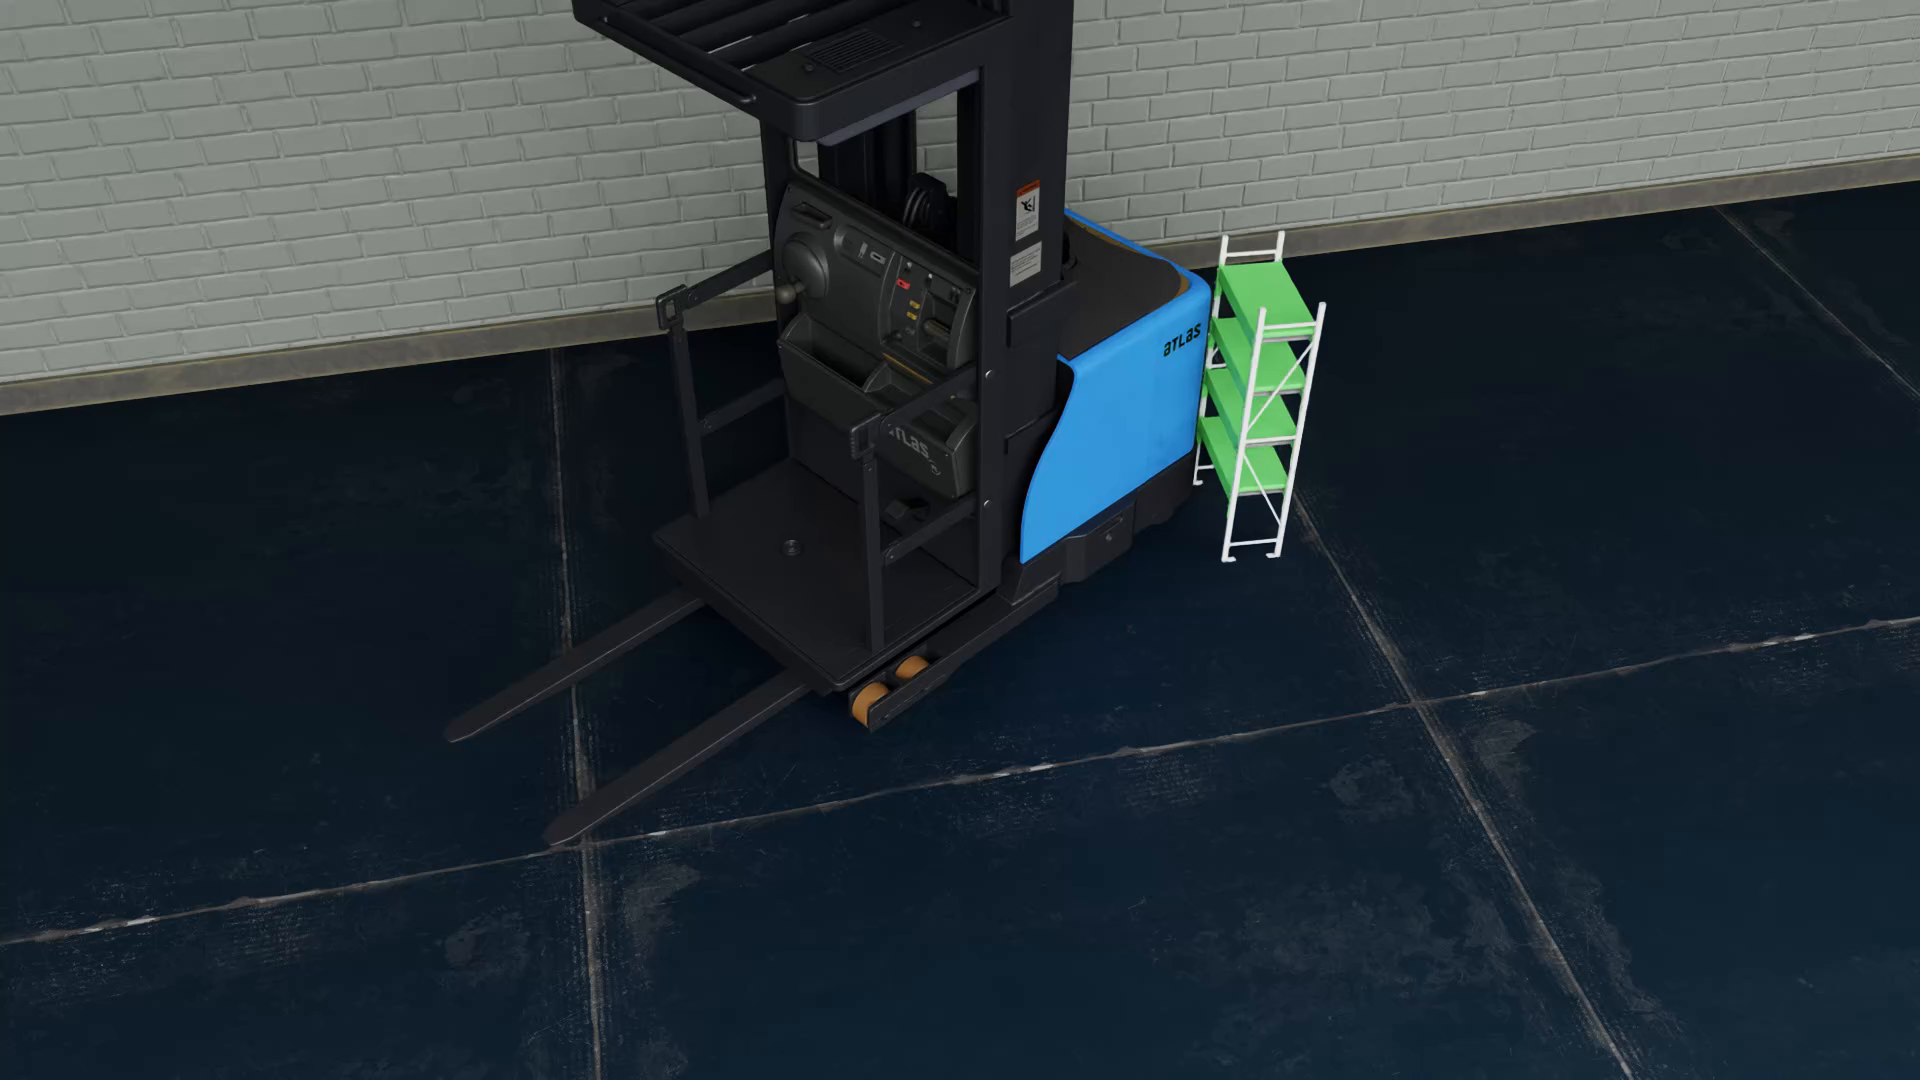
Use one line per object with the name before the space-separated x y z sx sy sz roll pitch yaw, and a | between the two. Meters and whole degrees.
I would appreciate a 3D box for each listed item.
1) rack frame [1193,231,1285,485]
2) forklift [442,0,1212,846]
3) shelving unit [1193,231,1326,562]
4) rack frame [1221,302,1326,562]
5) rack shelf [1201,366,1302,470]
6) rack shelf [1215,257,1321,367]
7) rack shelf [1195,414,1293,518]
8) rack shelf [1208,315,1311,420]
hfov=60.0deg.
rack frame | 1.095 -0.698 6.631 0.240 1.200 0.015 -6 42 -7
forklift | -0.448 -0.809 5.453 3.031 2.935 1.130 -33 51 -31
shelving unit | 1.133 -0.538 6.451 0.258 1.200 0.503 -6 42 -7
rack frame | 1.170 -0.378 6.270 0.240 1.200 0.015 -6 42 -7
rack shelf | 1.132 -0.490 6.493 0.258 0.148 0.480 -6 42 -7
rack shelf | 1.136 -0.850 6.175 0.258 0.148 0.480 -6 42 -7
rack shelf | 1.130 -0.311 6.652 0.258 0.148 0.480 -6 42 -7
rack shelf | 1.134 -0.670 6.334 0.258 0.148 0.480 -6 42 -7
